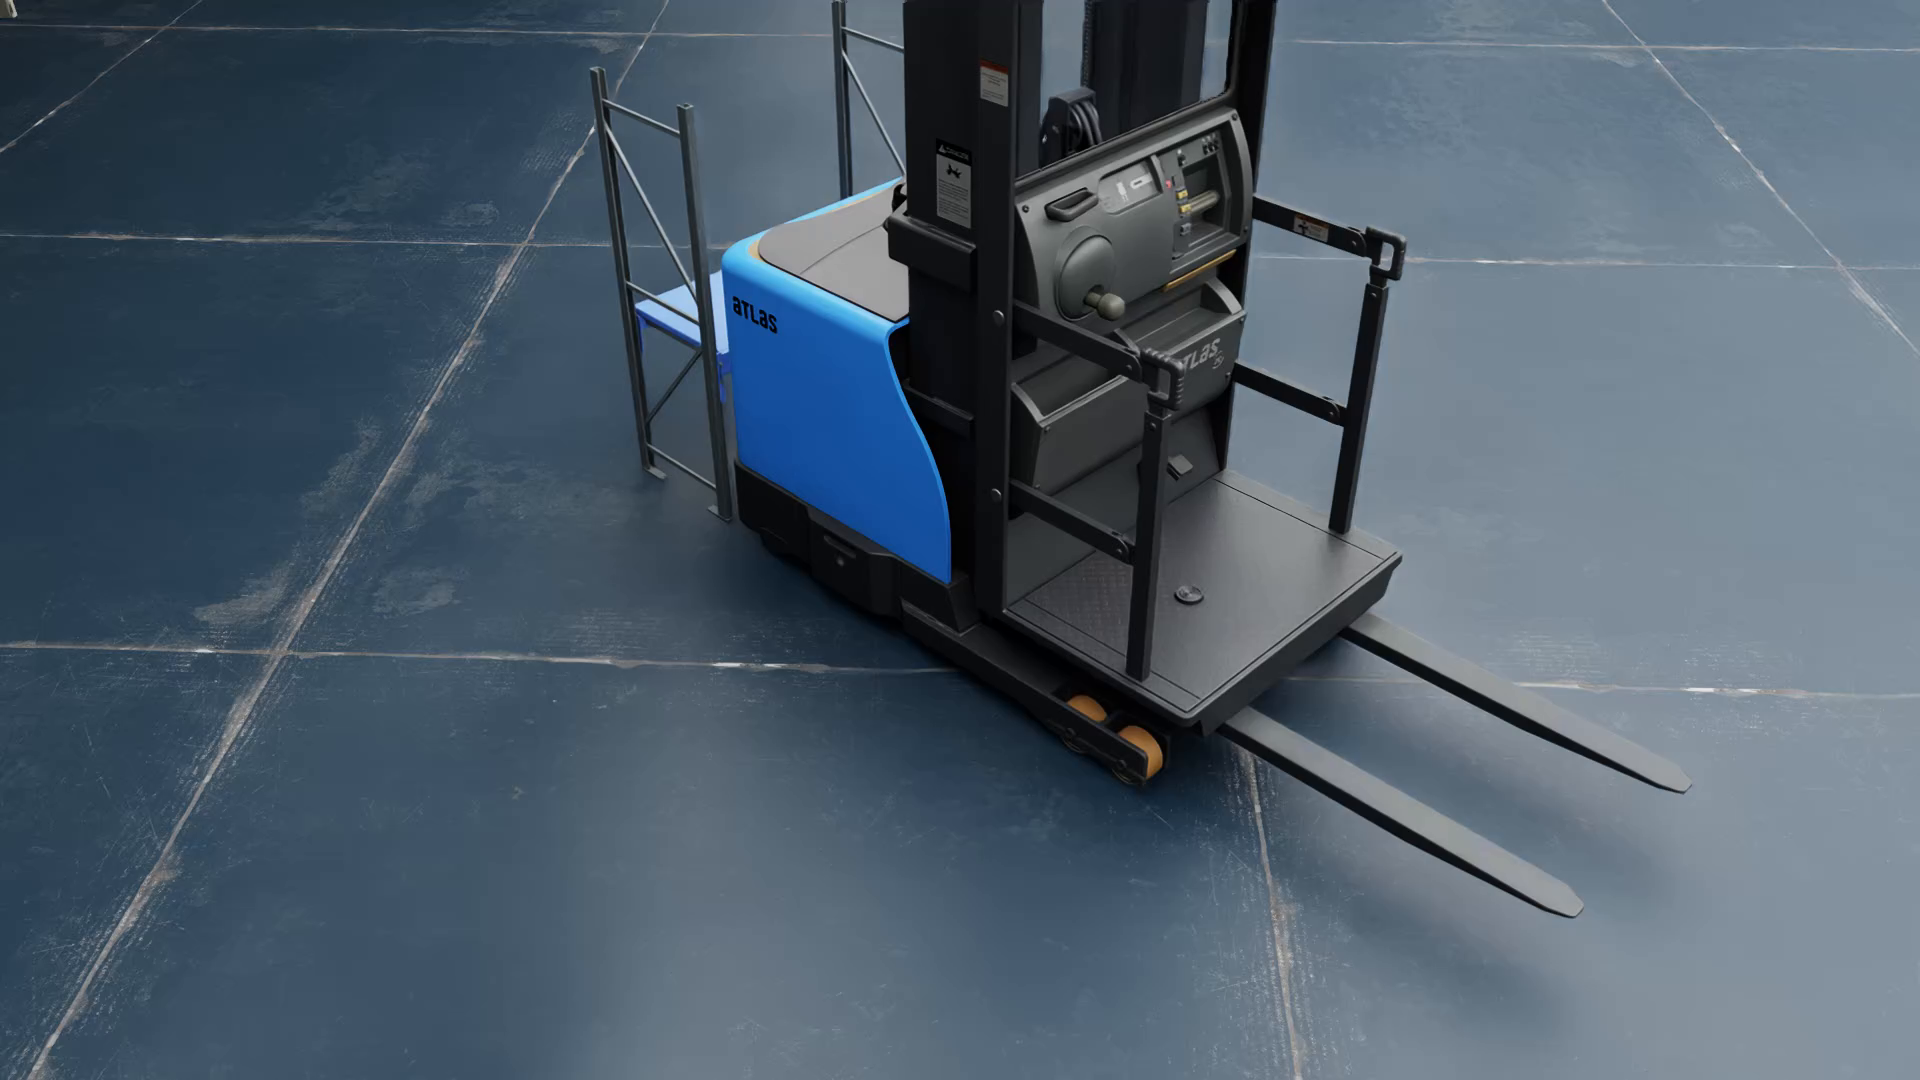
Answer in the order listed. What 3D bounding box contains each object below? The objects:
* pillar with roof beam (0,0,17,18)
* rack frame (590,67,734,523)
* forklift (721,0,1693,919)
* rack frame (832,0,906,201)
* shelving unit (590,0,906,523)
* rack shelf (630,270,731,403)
[{"bbox_3d":[-1.776,-6.770,7.557,9.100,9.000,0.400,1,35,2],"label":"pillar with roof beam"},{"bbox_3d":[-0.985,-0.783,5.558,0.032,1.500,0.500,-30,45,-35],"label":"rack frame"},{"bbox_3d":[0.643,-0.840,4.396,3.031,2.935,1.130,29,44,35],"label":"forklift"},{"bbox_3d":[-0.265,-1.195,6.145,0.032,1.500,0.500,-30,45,-35],"label":"rack frame"},{"bbox_3d":[-0.625,-0.989,5.852,1.048,1.500,0.538,-30,45,-35],"label":"shelving unit"},{"bbox_3d":[-0.625,-0.842,5.955,1.000,0.185,0.538,-30,45,-35],"label":"rack shelf"}]
